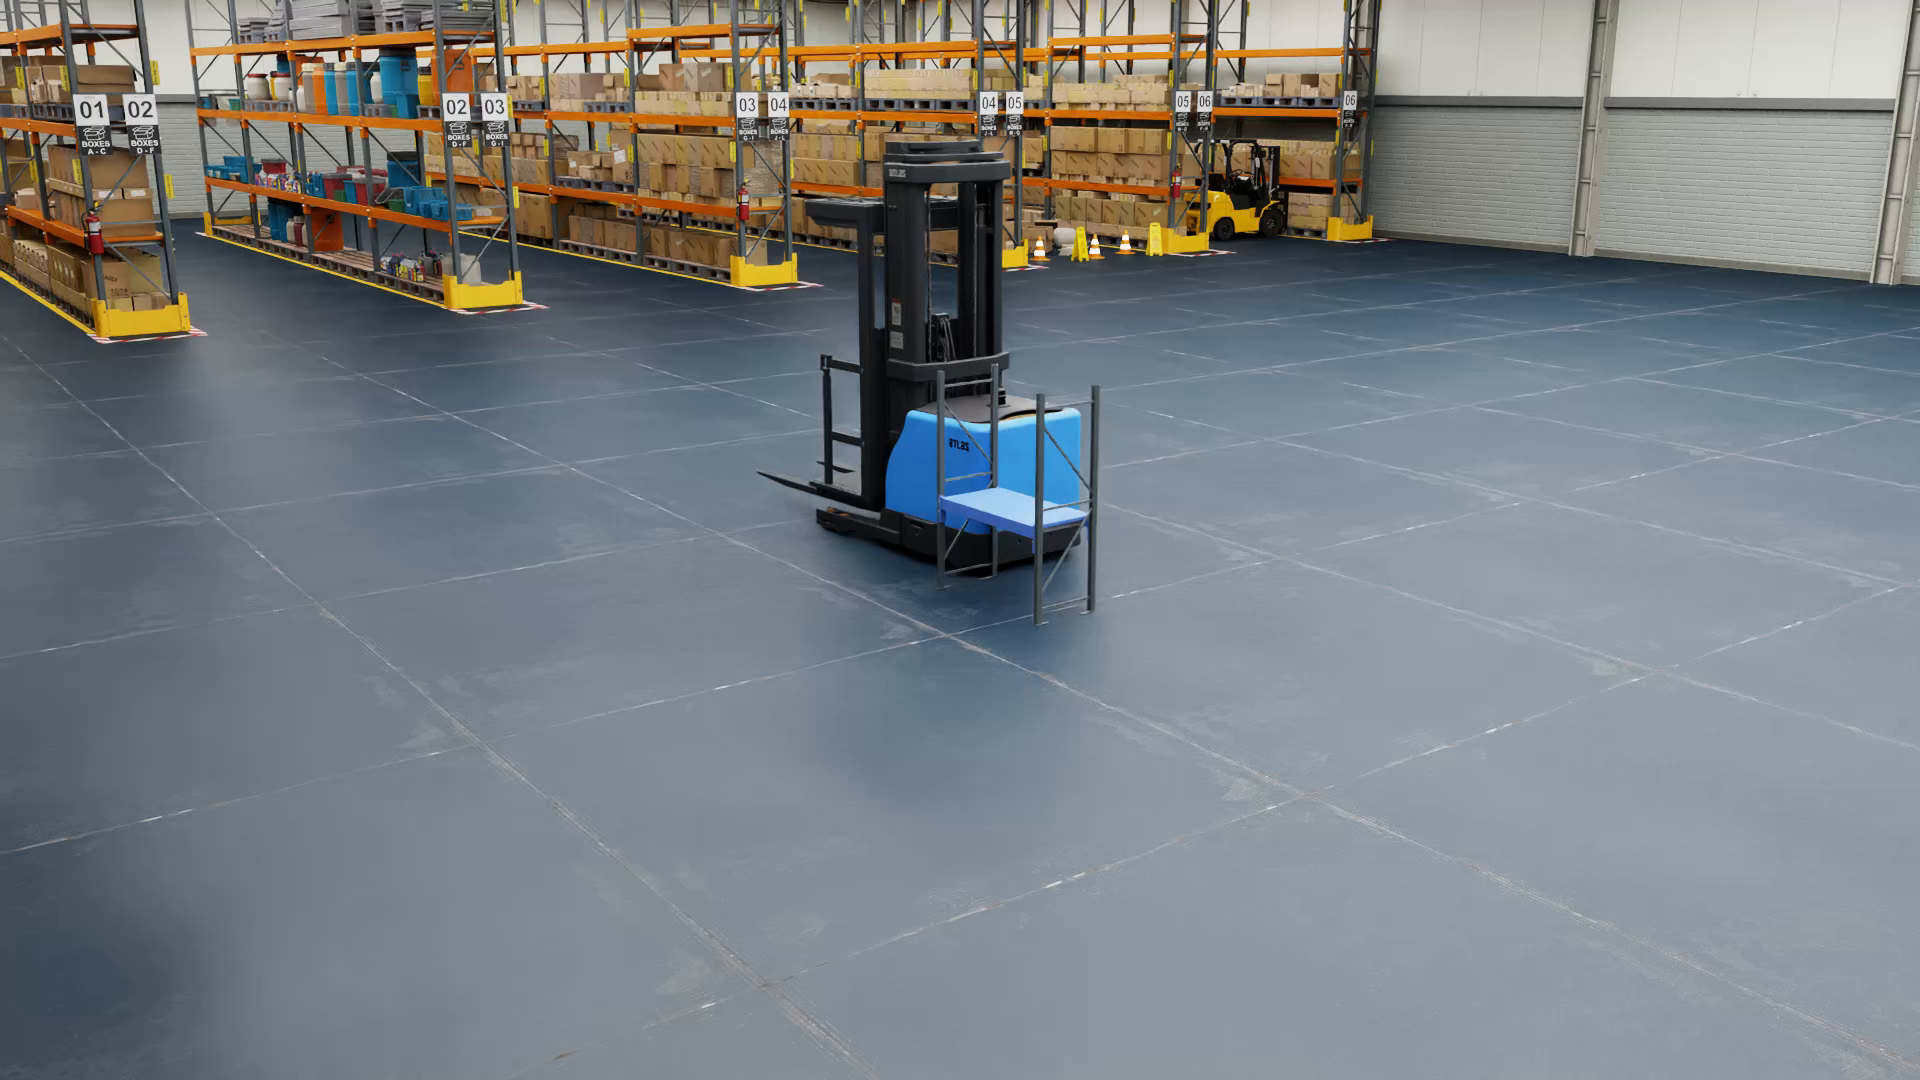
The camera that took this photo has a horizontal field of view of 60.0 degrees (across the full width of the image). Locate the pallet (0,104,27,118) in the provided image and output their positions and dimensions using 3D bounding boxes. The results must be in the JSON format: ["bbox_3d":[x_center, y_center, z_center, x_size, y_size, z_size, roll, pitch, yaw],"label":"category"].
[{"bbox_3d":[-15.588,-7.268,28.123,1.213,0.211,1.003,-10,18,-32],"label":"pallet"}]

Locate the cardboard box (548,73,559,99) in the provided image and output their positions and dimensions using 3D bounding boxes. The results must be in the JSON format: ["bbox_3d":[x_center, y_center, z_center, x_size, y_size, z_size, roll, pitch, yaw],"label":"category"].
[{"bbox_3d":[-7.976,-9.176,33.600,0.500,0.500,0.500,-11,19,-34],"label":"cardboard box"}]

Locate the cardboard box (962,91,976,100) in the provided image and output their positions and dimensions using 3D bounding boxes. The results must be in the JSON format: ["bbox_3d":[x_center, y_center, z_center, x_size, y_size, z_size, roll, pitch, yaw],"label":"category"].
[{"bbox_3d":[0.261,-8.215,30.716,0.380,0.149,0.250,-11,19,-35],"label":"cardboard box"}]

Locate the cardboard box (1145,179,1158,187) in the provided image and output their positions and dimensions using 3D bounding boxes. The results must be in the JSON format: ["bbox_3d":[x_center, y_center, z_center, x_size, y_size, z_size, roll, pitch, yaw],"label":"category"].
[{"bbox_3d":[4.044,-7.372,34.305,0.380,0.149,0.250,-11,19,-35],"label":"cardboard box"}]

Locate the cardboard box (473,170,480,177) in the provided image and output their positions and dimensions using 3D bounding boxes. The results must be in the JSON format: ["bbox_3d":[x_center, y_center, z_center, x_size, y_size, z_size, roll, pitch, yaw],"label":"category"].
[{"bbox_3d":[-10.840,-8.327,37.794,0.380,0.149,0.250,-11,19,-34],"label":"cardboard box"}]

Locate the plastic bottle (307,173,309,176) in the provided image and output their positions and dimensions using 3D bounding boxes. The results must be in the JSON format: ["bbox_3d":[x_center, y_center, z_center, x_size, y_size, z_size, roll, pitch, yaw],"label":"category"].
[{"bbox_3d":[-13.319,-7.357,34.009,0.152,0.276,0.135,-11,19,-35],"label":"plastic bottle"}]

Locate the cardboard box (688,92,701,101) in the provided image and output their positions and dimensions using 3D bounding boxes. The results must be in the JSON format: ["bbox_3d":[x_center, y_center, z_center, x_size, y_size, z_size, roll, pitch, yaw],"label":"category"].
[{"bbox_3d":[-4.515,-7.728,28.977,0.380,0.149,0.250,-12,19,-37],"label":"cardboard box"}]

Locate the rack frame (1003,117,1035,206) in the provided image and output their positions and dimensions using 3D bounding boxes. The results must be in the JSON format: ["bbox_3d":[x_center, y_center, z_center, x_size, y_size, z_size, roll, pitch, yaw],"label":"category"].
[{"bbox_3d":[1.633,-10.743,46.147,1.000,3.000,0.127,-11,19,-35],"label":"rack frame"}]

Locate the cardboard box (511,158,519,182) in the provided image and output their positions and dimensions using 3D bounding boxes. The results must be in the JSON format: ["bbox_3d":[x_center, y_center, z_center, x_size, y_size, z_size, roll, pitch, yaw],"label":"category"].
[{"bbox_3d":[-9.430,-8.022,36.013,0.500,0.500,0.500,-10,18,-33],"label":"cardboard box"}]

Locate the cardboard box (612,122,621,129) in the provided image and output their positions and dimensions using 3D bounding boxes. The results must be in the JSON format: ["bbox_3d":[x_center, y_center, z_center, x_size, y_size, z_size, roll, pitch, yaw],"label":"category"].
[{"bbox_3d":[-8.627,-10.573,42.878,0.500,0.500,0.500,-11,19,-35],"label":"cardboard box"}]

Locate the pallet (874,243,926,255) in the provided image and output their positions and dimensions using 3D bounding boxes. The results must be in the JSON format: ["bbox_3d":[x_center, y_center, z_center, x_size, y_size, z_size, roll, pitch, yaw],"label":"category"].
[{"bbox_3d":[-1.237,-5.954,33.932,1.003,0.211,1.213,-11,19,-35],"label":"pallet"}]

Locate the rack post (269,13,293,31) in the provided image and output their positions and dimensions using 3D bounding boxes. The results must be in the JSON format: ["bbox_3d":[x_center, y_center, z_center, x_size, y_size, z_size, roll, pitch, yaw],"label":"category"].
[{"bbox_3d":[-12.510,-9.817,31.539,0.954,0.300,0.937,-11,19,-35],"label":"rack post"}]

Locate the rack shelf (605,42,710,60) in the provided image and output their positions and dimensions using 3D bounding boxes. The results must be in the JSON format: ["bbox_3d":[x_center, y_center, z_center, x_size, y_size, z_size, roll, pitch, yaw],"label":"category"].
[{"bbox_3d":[-7.501,-12.154,41.307,1.077,0.370,4.000,-11,19,-35],"label":"rack shelf"}]

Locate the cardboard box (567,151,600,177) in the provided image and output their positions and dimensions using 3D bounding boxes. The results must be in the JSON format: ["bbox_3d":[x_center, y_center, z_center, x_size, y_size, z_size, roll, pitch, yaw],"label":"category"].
[{"bbox_3d":[-7.694,-7.722,34.121,0.500,0.500,0.500,-14,21,-41],"label":"cardboard box"}]

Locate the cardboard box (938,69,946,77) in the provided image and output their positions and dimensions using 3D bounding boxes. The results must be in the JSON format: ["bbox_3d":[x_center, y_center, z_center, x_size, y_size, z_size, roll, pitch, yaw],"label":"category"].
[{"bbox_3d":[-0.191,-8.763,31.211,0.380,0.149,0.250,-10,18,-34],"label":"cardboard box"}]

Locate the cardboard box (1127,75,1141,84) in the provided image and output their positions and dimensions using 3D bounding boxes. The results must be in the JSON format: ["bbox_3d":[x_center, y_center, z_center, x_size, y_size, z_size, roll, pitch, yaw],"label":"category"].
[{"bbox_3d":[4.591,-11.350,41.508,0.700,0.500,0.500,-11,19,-36],"label":"cardboard box"}]

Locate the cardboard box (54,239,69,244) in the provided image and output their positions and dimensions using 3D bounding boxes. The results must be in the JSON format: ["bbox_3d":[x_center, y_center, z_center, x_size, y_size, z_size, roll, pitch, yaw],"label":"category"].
[{"bbox_3d":[-15.242,-5.006,28.536,0.500,0.311,0.500,-11,19,-35],"label":"cardboard box"}]

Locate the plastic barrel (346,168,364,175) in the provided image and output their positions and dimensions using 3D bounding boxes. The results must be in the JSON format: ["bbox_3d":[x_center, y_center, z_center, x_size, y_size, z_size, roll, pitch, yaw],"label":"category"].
[{"bbox_3d":[-11.273,-6.678,31.083,0.421,0.512,0.421,0,15,0],"label":"plastic barrel"}]

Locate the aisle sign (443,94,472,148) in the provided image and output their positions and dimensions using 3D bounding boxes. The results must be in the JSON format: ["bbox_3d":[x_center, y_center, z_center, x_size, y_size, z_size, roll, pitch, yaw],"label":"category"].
[{"bbox_3d":[-7.545,-6.295,24.970,0.394,0.787,0.004,-11,19,-35],"label":"aisle sign"}]

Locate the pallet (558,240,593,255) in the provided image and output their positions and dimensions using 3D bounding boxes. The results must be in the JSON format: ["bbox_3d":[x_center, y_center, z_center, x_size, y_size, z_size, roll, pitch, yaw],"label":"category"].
[{"bbox_3d":[-7.586,-6.068,34.346,1.003,0.211,1.213,-11,19,-35],"label":"pallet"}]

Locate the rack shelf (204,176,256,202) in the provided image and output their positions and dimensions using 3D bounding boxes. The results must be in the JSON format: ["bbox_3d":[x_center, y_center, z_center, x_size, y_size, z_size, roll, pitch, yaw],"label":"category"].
[{"bbox_3d":[-15.579,-7.745,36.555,1.077,0.370,4.000,-11,19,-35],"label":"rack shelf"}]

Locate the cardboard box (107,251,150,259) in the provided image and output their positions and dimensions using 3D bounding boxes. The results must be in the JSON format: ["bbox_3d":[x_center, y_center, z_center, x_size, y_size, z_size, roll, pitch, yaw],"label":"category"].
[{"bbox_3d":[-12.091,-3.933,24.256,0.500,0.500,0.500,-11,19,-35],"label":"cardboard box"}]

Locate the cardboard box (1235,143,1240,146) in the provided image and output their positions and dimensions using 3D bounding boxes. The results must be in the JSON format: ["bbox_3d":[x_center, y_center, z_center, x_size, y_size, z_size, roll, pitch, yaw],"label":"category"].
[{"bbox_3d":[6.668,-9.331,39.004,0.380,0.149,0.250,-11,19,-36],"label":"cardboard box"}]

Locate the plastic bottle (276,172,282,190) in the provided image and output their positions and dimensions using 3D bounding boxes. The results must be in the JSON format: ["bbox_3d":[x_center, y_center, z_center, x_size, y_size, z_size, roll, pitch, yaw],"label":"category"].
[{"bbox_3d":[-13.553,-7.160,33.147,0.144,0.351,0.185,-11,19,-35],"label":"plastic bottle"}]

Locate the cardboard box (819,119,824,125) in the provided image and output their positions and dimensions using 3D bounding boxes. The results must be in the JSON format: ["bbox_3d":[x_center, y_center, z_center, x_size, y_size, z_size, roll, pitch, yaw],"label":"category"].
[{"bbox_3d":[-3.519,-11.115,44.191,0.380,0.149,0.250,-11,19,-36],"label":"cardboard box"}]

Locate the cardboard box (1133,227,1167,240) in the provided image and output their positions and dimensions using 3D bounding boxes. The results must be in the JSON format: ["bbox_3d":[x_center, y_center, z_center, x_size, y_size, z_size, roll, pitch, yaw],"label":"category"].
[{"bbox_3d":[3.968,-6.422,34.771,0.500,0.250,0.500,-11,19,-35],"label":"cardboard box"}]

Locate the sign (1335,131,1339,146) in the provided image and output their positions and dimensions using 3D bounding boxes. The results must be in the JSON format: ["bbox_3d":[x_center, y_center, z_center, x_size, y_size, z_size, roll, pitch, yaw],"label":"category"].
[{"bbox_3d":[8.241,-8.772,36.304,0.100,0.325,0.005,-11,19,-35],"label":"sign"}]

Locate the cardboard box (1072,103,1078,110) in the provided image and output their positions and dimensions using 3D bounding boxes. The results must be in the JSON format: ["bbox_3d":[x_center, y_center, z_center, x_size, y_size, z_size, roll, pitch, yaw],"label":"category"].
[{"bbox_3d":[2.652,-9.385,35.976,0.380,0.149,0.250,-11,19,-34],"label":"cardboard box"}]

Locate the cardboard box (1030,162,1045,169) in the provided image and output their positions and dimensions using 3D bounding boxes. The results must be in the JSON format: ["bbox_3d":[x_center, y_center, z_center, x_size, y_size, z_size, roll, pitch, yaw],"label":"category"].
[{"bbox_3d":[1.798,-8.412,37.310,0.380,0.149,0.250,-11,19,-34],"label":"cardboard box"}]

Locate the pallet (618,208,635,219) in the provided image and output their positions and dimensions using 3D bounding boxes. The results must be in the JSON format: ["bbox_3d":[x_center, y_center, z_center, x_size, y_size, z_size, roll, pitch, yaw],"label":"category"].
[{"bbox_3d":[-8.183,-8.496,43.219,1.003,0.211,1.213,-11,19,-35],"label":"pallet"}]

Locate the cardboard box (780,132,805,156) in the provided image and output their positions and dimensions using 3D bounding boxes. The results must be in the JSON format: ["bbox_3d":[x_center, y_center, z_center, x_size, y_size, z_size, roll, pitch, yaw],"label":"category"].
[{"bbox_3d":[-3.717,-8.761,36.821,0.700,0.500,0.500,-11,19,-35],"label":"cardboard box"}]

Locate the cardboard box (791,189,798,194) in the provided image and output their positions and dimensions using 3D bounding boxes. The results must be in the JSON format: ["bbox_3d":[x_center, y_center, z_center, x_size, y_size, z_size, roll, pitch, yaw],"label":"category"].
[{"bbox_3d":[-4.263,-9.668,46.274,0.875,0.438,0.875,-12,19,-36],"label":"cardboard box"}]

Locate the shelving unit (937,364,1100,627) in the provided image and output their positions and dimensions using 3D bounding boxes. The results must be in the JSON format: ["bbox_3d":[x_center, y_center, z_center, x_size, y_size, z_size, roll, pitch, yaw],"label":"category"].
[{"bbox_3d":[0.364,-0.321,10.906,0.538,1.500,1.048,-12,19,-36],"label":"shelving unit"}]

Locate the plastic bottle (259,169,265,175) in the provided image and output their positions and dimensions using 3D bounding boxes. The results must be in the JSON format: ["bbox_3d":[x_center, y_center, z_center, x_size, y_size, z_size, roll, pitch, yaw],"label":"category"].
[{"bbox_3d":[-14.434,-7.507,34.417,0.144,0.351,0.185,-11,19,-35],"label":"plastic bottle"}]

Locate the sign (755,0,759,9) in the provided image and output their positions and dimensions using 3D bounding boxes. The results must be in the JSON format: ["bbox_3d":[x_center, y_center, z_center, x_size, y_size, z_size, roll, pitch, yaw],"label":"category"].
[{"bbox_3d":[-4.406,-11.624,36.081,0.100,0.325,0.005,-11,19,-35],"label":"sign"}]

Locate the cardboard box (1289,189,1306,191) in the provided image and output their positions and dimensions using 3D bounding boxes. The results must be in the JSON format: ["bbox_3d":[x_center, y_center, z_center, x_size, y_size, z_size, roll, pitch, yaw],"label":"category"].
[{"bbox_3d":[7.681,-7.997,38.630,0.500,0.250,0.500,-11,19,-36],"label":"cardboard box"}]

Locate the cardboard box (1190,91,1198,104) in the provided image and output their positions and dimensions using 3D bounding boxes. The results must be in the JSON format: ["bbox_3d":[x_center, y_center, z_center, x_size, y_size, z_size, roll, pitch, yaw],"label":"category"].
[{"bbox_3d":[4.595,-9.076,34.095,0.500,0.250,0.500,-11,19,-36],"label":"cardboard box"}]

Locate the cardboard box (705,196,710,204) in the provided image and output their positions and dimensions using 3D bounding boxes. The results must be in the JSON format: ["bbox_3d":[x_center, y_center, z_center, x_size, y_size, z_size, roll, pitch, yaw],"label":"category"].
[{"bbox_3d":[-4.258,-5.994,29.269,0.380,0.149,0.250,-11,19,-35],"label":"cardboard box"}]

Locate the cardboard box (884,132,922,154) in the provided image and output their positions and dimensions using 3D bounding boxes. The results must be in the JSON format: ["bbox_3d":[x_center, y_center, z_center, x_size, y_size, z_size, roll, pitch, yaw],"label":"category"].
[{"bbox_3d":[-1.014,-7.884,33.369,0.875,0.550,0.550,-11,19,-35],"label":"cardboard box"}]

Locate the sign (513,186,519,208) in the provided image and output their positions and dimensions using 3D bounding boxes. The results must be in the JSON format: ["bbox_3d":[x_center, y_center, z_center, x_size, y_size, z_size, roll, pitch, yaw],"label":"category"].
[{"bbox_3d":[-6.899,-5.321,25.810,0.100,0.325,0.005,-11,19,-35],"label":"sign"}]

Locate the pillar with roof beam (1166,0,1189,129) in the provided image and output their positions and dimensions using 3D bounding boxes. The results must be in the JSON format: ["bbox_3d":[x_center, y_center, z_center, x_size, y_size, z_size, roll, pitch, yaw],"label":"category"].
[{"bbox_3d":[1.998,-11.976,39.287,9.100,9.000,0.400,-11,19,-35],"label":"pillar with roof beam"}]

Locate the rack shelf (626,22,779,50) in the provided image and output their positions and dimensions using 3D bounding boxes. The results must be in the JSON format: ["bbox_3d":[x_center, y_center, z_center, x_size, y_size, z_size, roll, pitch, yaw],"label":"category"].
[{"bbox_3d":[-4.517,-8.844,29.210,1.077,0.370,4.000,-11,19,-35],"label":"rack shelf"}]

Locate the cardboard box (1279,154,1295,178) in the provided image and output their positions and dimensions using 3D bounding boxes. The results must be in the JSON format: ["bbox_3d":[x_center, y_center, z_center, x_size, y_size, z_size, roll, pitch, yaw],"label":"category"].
[{"bbox_3d":[7.587,-8.515,37.816,0.500,0.500,0.500,-11,19,-36],"label":"cardboard box"}]

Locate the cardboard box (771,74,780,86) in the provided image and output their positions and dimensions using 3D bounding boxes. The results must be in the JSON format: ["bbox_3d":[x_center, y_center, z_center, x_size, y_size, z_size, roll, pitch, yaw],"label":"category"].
[{"bbox_3d":[-4.291,-10.432,37.686,0.396,0.266,0.258,-11,19,-35],"label":"cardboard box"}]

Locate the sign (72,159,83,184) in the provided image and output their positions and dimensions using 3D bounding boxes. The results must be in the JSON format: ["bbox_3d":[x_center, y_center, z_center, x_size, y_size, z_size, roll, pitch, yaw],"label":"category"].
[{"bbox_3d":[-11.803,-4.926,22.251,0.100,0.325,0.005,-11,19,-35],"label":"sign"}]

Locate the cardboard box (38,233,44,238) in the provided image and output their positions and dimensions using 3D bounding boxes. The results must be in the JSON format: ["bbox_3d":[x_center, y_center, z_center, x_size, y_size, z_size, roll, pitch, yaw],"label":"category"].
[{"bbox_3d":[-16.408,-5.302,30.167,0.500,0.500,0.500,-12,19,-37],"label":"cardboard box"}]

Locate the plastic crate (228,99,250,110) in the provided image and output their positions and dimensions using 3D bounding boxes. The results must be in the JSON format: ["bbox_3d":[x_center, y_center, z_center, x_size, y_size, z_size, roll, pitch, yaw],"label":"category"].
[{"bbox_3d":[-15.196,-9.176,35.055,0.416,0.233,0.300,-11,19,-35],"label":"plastic crate"}]

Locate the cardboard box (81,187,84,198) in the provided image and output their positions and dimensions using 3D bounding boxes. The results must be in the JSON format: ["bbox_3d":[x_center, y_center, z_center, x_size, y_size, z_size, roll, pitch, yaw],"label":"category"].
[{"bbox_3d":[-12.040,-4.858,23.226,0.380,0.149,0.250,-11,19,-35],"label":"cardboard box"}]

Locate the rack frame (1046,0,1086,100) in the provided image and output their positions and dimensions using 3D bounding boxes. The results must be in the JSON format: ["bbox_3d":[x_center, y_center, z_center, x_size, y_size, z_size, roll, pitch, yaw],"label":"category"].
[{"bbox_3d":[2.324,-11.157,36.296,1.000,3.000,0.127,-11,19,-35],"label":"rack frame"}]

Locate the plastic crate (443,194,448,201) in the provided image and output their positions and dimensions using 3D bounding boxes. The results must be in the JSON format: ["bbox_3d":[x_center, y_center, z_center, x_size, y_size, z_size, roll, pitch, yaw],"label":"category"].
[{"bbox_3d":[-8.828,-5.691,27.969,0.499,0.251,0.616,-11,19,-35],"label":"plastic crate"}]

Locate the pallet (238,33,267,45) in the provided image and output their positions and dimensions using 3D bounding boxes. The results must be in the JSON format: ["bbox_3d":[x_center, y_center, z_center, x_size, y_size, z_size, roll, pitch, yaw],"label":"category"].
[{"bbox_3d":[-13.891,-10.103,33.558,1.003,0.211,1.213,-11,19,-35],"label":"pallet"}]

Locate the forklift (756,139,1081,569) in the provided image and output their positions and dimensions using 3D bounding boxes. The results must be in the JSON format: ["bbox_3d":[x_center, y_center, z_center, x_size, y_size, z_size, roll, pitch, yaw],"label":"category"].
[{"bbox_3d":[-0.460,-1.531,12.617,1.130,2.935,3.031,-13,20,-39],"label":"forklift"}]

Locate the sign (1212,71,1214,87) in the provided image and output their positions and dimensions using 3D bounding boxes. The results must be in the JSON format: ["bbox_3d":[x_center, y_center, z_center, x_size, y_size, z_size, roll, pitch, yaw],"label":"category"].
[{"bbox_3d":[5.114,-9.362,33.763,0.100,0.325,0.005,-11,19,-35],"label":"sign"}]
